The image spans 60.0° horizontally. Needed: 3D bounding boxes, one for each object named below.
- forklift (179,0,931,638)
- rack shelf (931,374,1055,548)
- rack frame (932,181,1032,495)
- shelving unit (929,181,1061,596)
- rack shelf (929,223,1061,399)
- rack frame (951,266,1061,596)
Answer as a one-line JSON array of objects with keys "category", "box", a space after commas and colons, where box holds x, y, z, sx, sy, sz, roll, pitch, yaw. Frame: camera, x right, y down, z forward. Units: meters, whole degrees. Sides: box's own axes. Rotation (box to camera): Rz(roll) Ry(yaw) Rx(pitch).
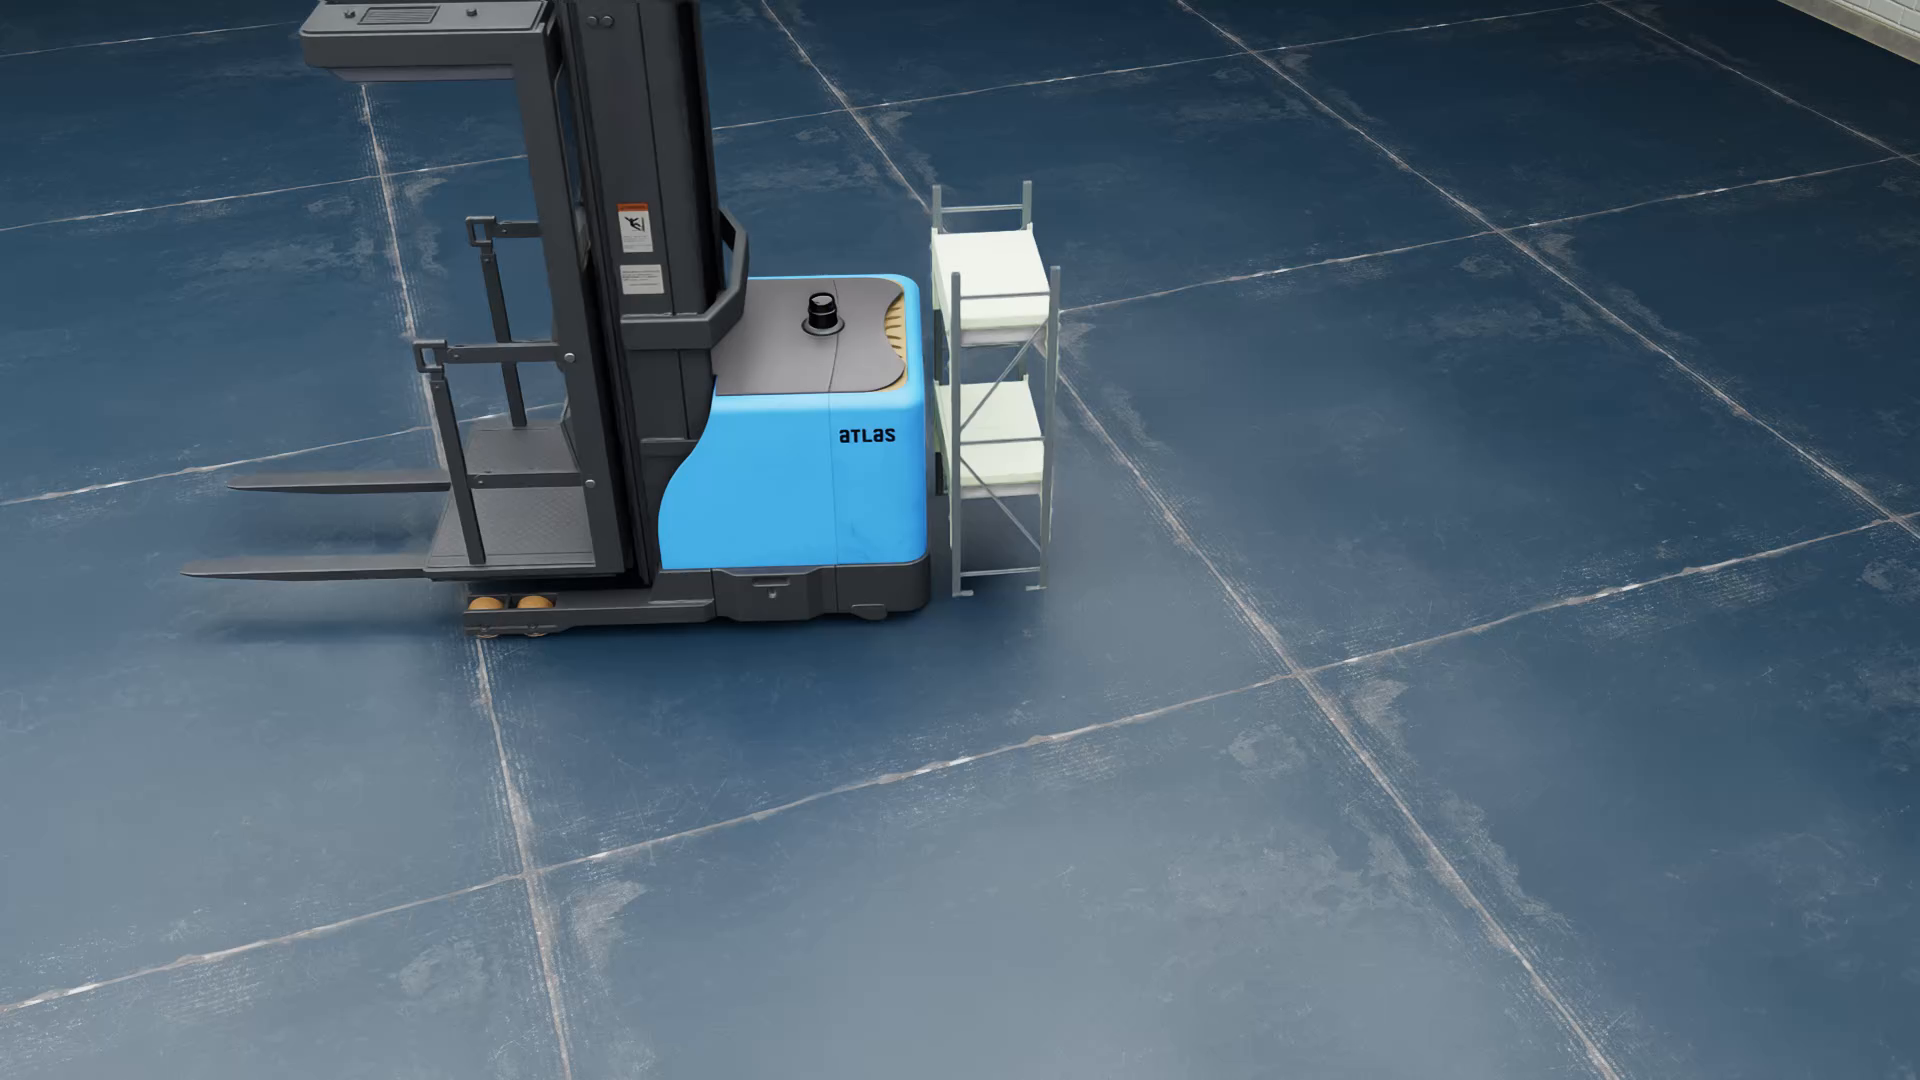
[{"category": "forklift", "box": [-1.652, -1.102, 6.276, 3.031, 2.935, 1.130, -2, 37, -2]}, {"category": "rack shelf", "box": [0.128, -0.343, 7.000, 0.431, 0.370, 0.720, -4, 37, -5]}, {"category": "rack frame", "box": [0.089, -0.822, 7.095, 0.400, 1.500, 0.023, -4, 37, -5]}, {"category": "shelving unit", "box": [0.128, -0.603, 6.804, 0.431, 1.500, 0.755, -4, 37, -5]}, {"category": "rack shelf", "box": [0.128, -0.915, 6.569, 0.431, 0.370, 0.720, -4, 37, -5]}, {"category": "rack frame", "box": [0.167, -0.384, 6.513, 0.400, 1.500, 0.023, -4, 37, -5]}]
